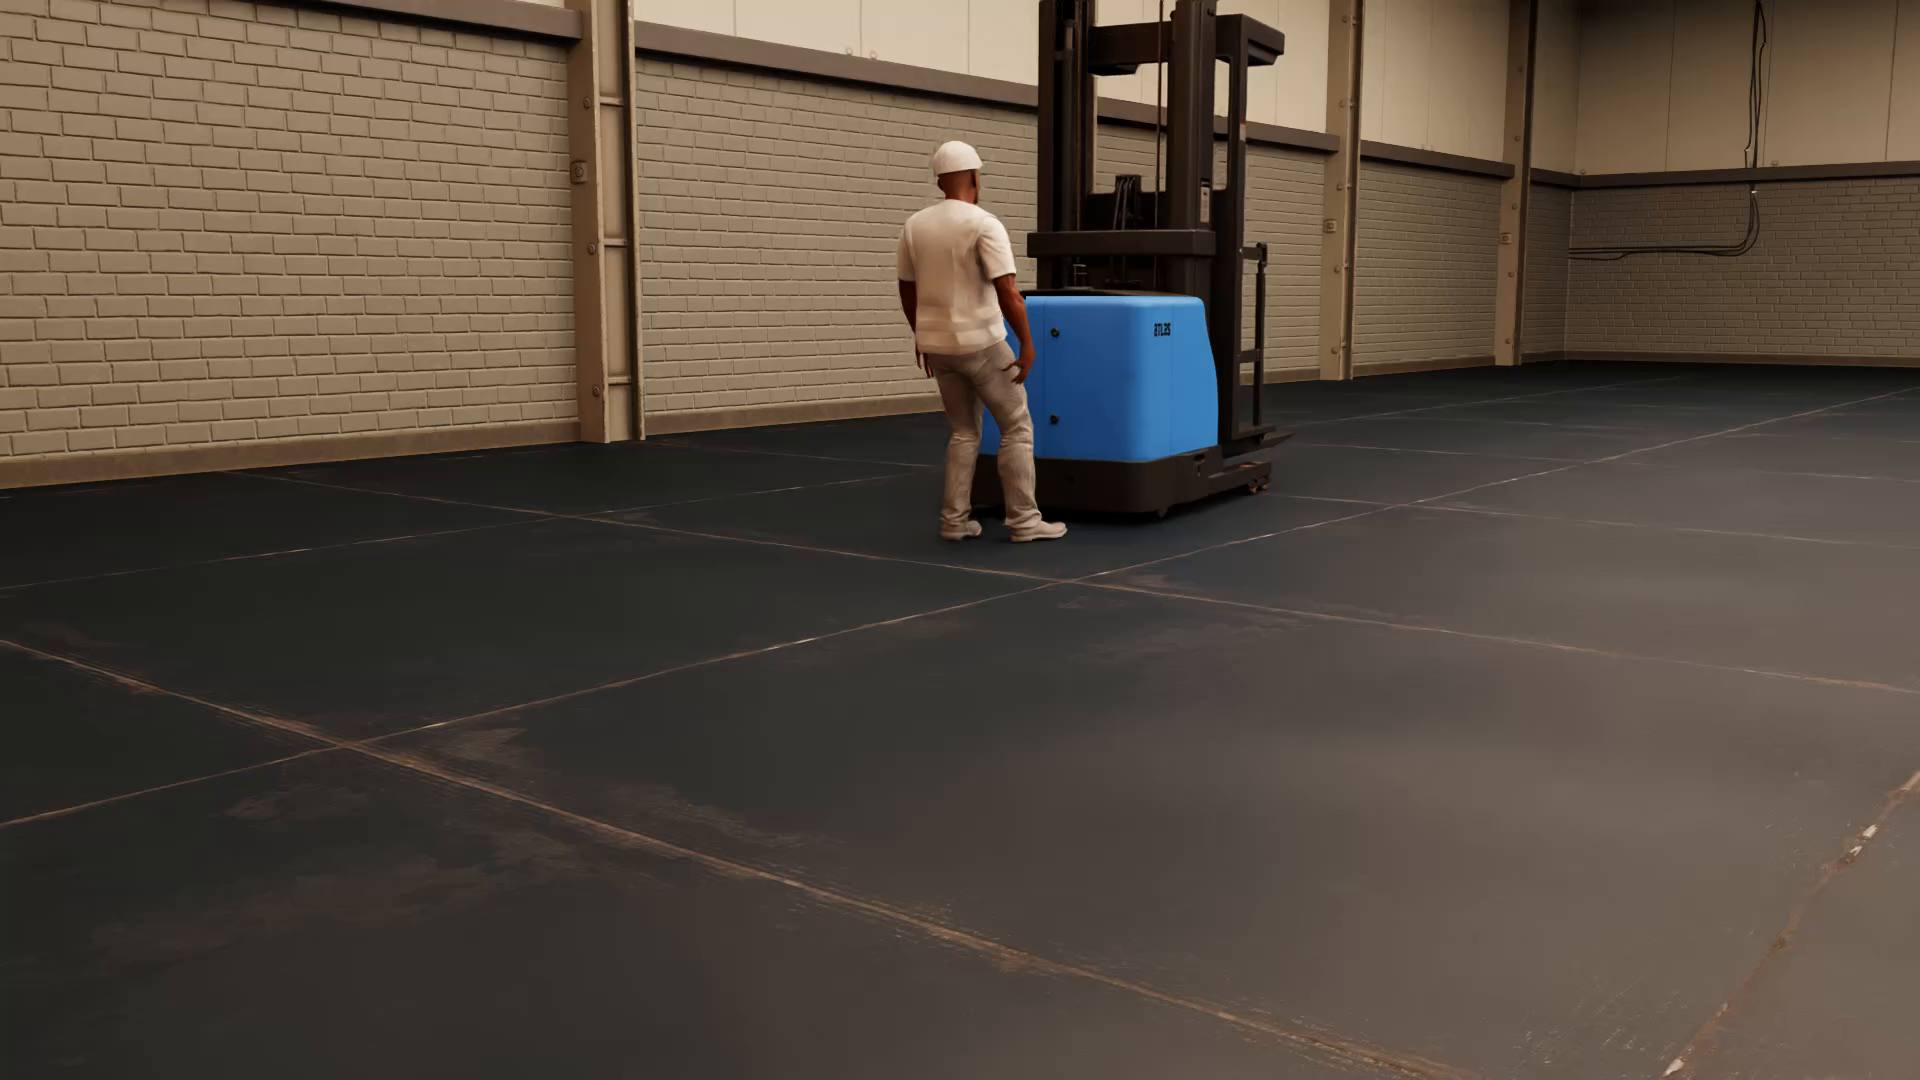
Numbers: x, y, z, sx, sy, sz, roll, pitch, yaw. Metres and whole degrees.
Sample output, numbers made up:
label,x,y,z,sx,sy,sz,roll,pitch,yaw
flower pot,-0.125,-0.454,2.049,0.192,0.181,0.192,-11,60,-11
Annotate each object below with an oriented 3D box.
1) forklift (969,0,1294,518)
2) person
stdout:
label,x,y,z,sx,sy,sz,roll,pitch,yaw
forklift,1.096,-1.729,9.097,1.130,2.935,3.031,4,9,27
person,0.029,-0.894,7.327,0.708,1.683,0.422,8,11,42
